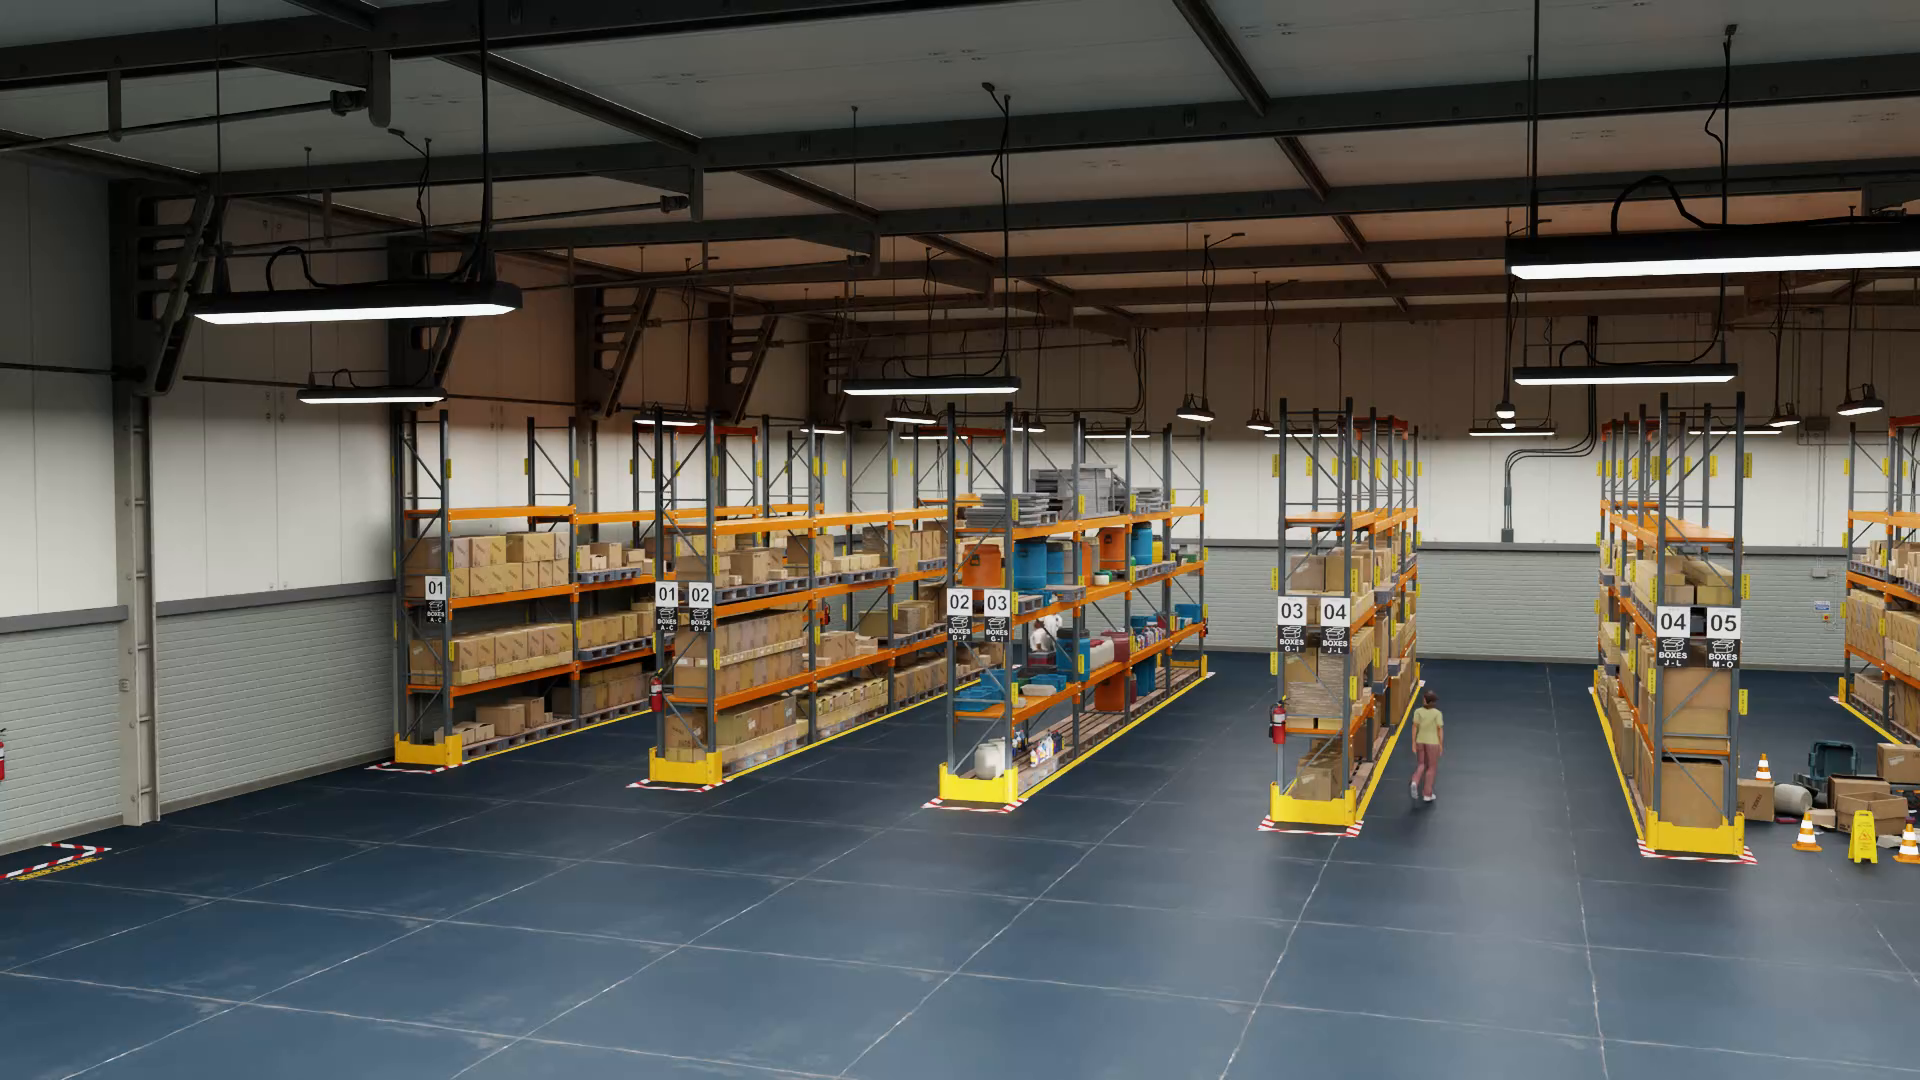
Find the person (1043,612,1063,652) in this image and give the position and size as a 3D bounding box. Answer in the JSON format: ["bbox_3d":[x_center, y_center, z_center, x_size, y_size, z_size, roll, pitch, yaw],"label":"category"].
[{"bbox_3d":[2.280,2.417,41.498,0.560,1.600,0.892,0,2,0],"label":"person"}]

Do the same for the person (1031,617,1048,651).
[{"bbox_3d":[1.758,2.538,36.586,0.408,1.778,0.622,1,3,13],"label":"person"}]

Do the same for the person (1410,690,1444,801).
[{"bbox_3d":[7.002,3.093,24.923,0.525,1.646,0.444,-2,3,-41],"label":"person"}]
